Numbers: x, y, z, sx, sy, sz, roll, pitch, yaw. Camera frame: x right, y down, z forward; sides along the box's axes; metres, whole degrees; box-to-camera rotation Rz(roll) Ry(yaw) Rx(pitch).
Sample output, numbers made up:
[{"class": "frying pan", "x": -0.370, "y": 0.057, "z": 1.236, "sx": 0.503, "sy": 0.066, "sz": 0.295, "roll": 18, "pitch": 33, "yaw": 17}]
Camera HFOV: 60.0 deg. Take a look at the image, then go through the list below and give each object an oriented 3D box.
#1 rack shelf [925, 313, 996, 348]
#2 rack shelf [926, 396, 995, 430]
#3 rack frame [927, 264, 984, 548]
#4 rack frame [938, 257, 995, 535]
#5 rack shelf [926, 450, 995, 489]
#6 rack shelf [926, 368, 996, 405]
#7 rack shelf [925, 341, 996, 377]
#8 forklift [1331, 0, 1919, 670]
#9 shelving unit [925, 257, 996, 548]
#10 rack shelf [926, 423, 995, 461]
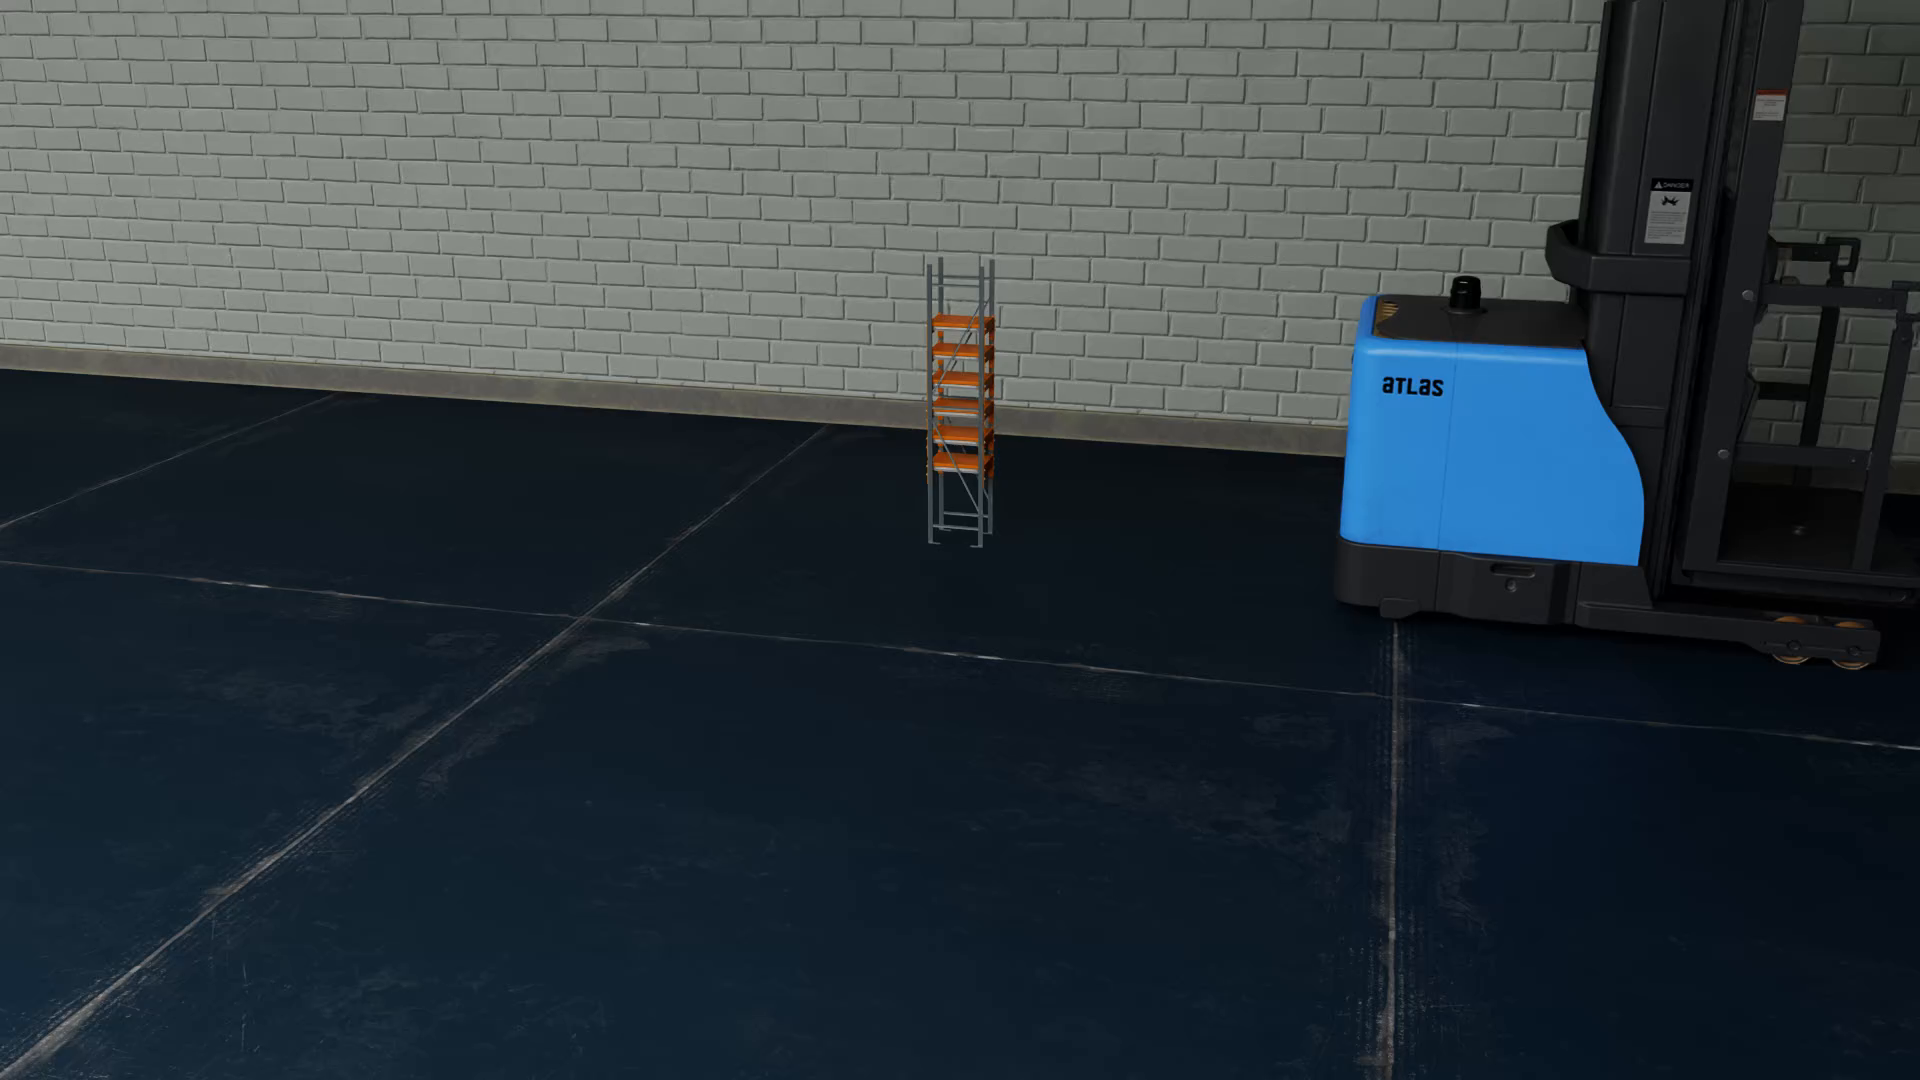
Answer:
[{"class": "rack shelf", "x": 0.004, "y": -0.871, "z": 6.905, "sx": 0.258, "sy": 0.103, "sz": 0.180, "roll": 5, "pitch": 19, "yaw": 13}, {"class": "rack shelf", "x": 0.004, "y": -0.530, "z": 7.021, "sx": 0.258, "sy": 0.103, "sz": 0.180, "roll": 5, "pitch": 19, "yaw": 13}, {"class": "rack frame", "x": -0.019, "y": -0.544, "z": 6.923, "sx": 0.240, "sy": 1.200, "sz": 0.006, "roll": 5, "pitch": 19, "yaw": 13}, {"class": "rack frame", "x": 0.026, "y": -0.601, "z": 7.091, "sx": 0.240, "sy": 1.200, "sz": 0.006, "roll": 5, "pitch": 19, "yaw": 13}, {"class": "rack shelf", "x": 0.004, "y": -0.303, "z": 7.099, "sx": 0.258, "sy": 0.103, "sz": 0.180, "roll": 5, "pitch": 19, "yaw": 13}, {"class": "rack shelf", "x": 0.004, "y": -0.644, "z": 6.982, "sx": 0.258, "sy": 0.103, "sz": 0.180, "roll": 5, "pitch": 19, "yaw": 13}, {"class": "rack shelf", "x": 0.004, "y": -0.757, "z": 6.944, "sx": 0.258, "sy": 0.103, "sz": 0.180, "roll": 5, "pitch": 19, "yaw": 13}, {"class": "forklift", "x": 2.995, "y": -1.121, "z": 5.935, "sx": 3.031, "sy": 2.935, "sz": 1.130, "roll": 5, "pitch": 19, "yaw": 14}, {"class": "shelving unit", "x": 0.004, "y": -0.572, "z": 7.007, "sx": 0.258, "sy": 1.200, "sz": 0.189, "roll": 5, "pitch": 19, "yaw": 13}, {"class": "rack shelf", "x": 0.004, "y": -0.417, "z": 7.060, "sx": 0.258, "sy": 0.103, "sz": 0.180, "roll": 5, "pitch": 19, "yaw": 13}]
